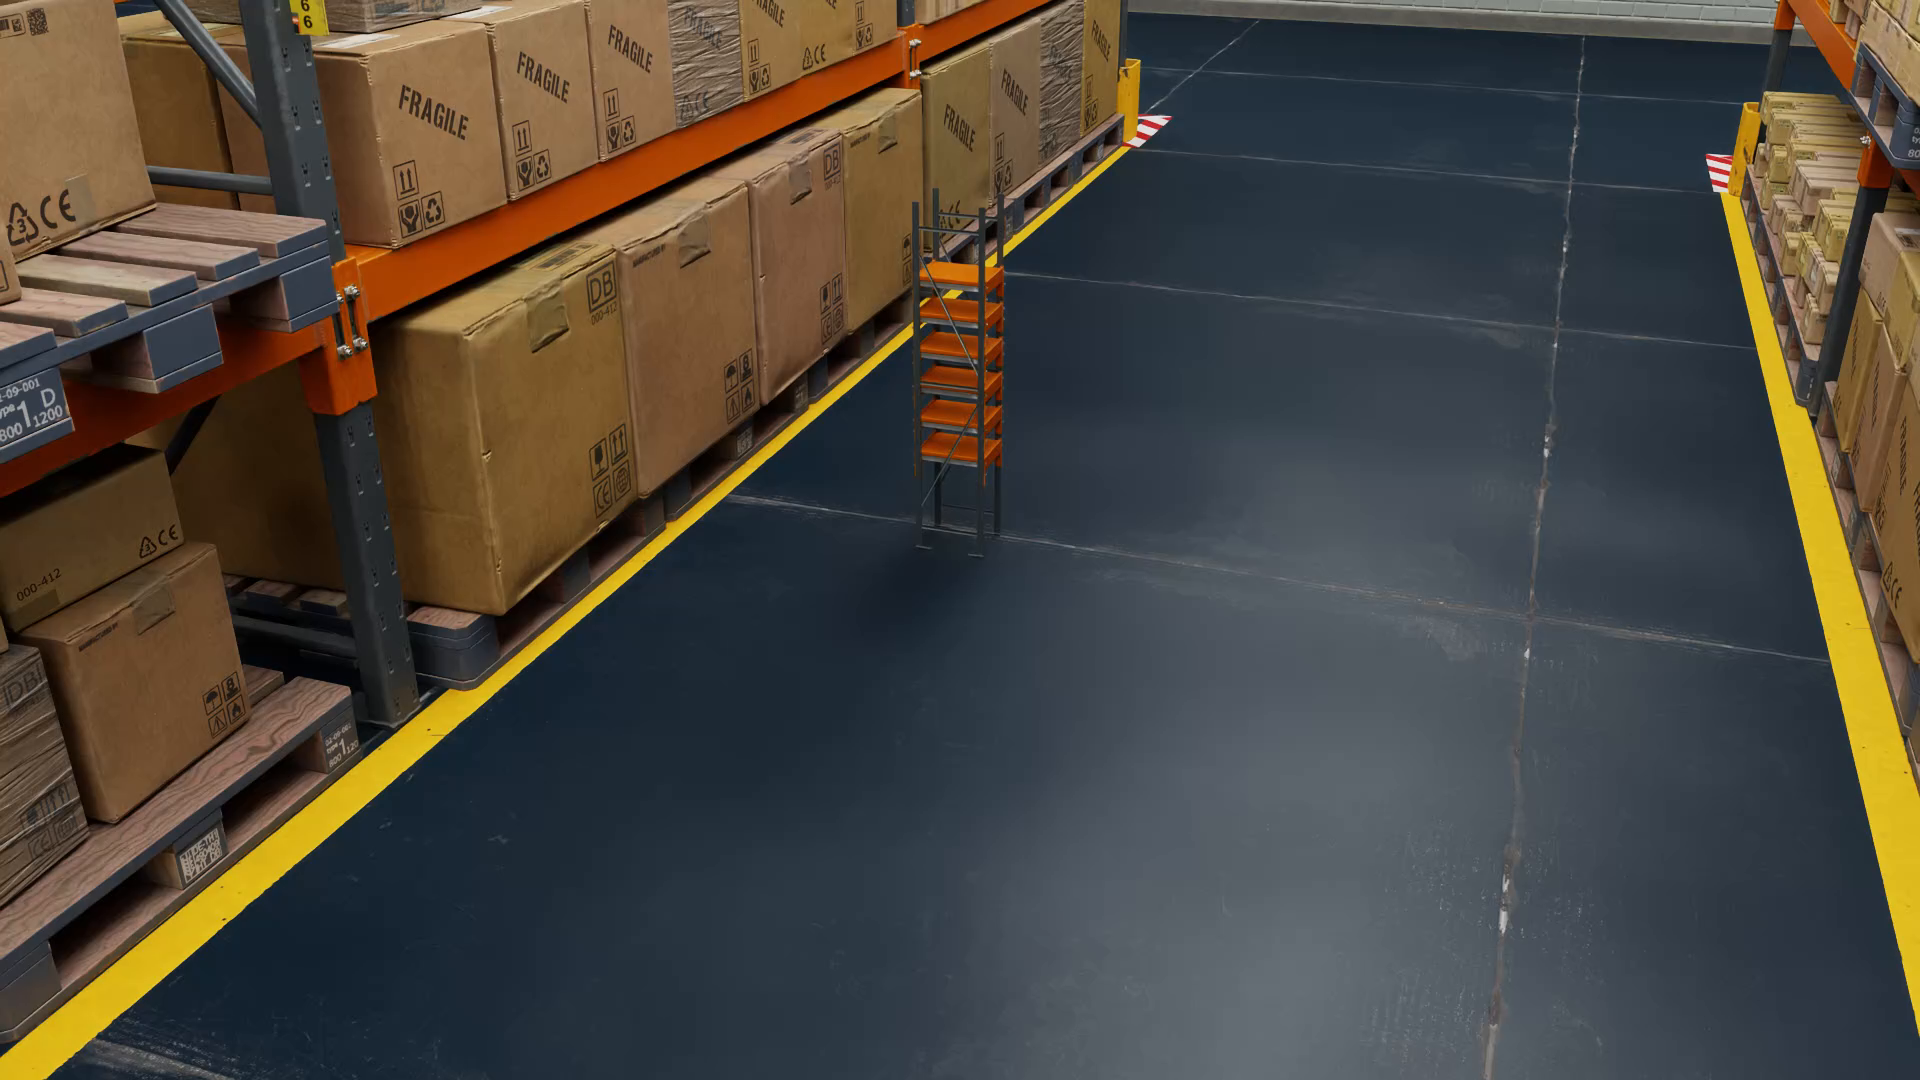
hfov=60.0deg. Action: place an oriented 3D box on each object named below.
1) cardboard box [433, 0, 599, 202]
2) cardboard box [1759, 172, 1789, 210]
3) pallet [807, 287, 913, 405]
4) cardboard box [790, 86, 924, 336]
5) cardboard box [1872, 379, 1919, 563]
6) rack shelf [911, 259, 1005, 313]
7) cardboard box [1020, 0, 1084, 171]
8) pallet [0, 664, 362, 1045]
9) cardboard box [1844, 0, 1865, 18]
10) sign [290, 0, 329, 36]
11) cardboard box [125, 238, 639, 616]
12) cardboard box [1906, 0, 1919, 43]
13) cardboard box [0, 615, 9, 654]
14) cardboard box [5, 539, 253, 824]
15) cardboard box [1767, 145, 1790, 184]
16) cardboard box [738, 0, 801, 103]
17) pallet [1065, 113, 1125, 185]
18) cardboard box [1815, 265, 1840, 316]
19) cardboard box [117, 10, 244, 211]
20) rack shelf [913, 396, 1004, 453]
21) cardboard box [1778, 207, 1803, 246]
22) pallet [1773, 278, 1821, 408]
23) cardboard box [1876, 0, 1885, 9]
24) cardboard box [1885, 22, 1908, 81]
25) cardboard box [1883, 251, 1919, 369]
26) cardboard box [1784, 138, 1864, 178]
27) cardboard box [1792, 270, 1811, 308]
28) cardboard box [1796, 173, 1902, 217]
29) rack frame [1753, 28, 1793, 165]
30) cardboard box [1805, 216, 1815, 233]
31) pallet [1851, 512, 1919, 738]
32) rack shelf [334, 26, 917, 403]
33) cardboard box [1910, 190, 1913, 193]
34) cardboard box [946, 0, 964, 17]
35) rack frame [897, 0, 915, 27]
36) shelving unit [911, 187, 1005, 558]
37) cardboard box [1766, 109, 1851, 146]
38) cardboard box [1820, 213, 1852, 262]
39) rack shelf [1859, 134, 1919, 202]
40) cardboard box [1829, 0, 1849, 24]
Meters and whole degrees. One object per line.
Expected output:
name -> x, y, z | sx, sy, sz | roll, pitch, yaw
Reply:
cardboard box -> -1.439, -1.330, 4.939 | 0.500, 0.500, 0.500 | 8, 27, 16
cardboard box -> 4.528, -1.864, 8.948 | 0.380, 0.149, 0.250 | 9, 27, 18
pallet -> -0.881, -0.973, 7.517 | 1.003, 0.211, 1.213 | 9, 27, 17
cardboard box -> -0.890, -1.523, 7.409 | 1.225, 0.875, 0.875 | 9, 27, 18
cardboard box -> 3.116, -0.159, 5.023 | 0.500, 0.500, 0.500 | 9, 27, 18
rack shelf -> -0.005, -0.818, 5.339 | 0.258, 0.103, 0.180 | 9, 27, 17
cardboard box -> 0.195, -2.784, 10.014 | 0.875, 0.875, 0.875 | 9, 27, 17
pallet -> -2.288, 0.664, 4.137 | 1.003, 0.211, 1.213 | 9, 27, 17
cardboard box -> 4.016, -2.427, 6.864 | 0.500, 0.500, 0.500 | 8, 27, 16
sign -> -1.512, -1.323, 3.802 | 0.100, 0.325, 0.005 | 9, 27, 17
cardboard box -> -1.777, -0.425, 5.143 | 1.225, 0.875, 0.875 | 7, 27, 15
cardboard box -> 3.127, -1.590, 5.057 | 0.380, 0.149, 0.250 | 8, 27, 15
cardboard box -> -2.388, 0.177, 3.446 | 0.500, 0.250, 0.500 | 12, 28, 23
cardboard box -> -2.231, 0.293, 4.066 | 0.700, 0.500, 0.500 | 7, 27, 15
cardboard box -> 4.533, -1.993, 8.873 | 0.380, 0.149, 0.250 | 10, 27, 19
cardboard box -> -0.932, -1.951, 6.223 | 0.500, 0.500, 0.500 | 8, 27, 17
pallet -> 0.443, -2.605, 10.887 | 1.003, 0.211, 1.213 | 9, 27, 17
cardboard box -> 3.753, -1.010, 6.843 | 0.380, 0.149, 0.250 | 9, 27, 18
cardboard box -> -2.096, -1.196, 4.663 | 0.500, 0.500, 0.500 | 10, 27, 19
rack shelf -> -0.005, -0.386, 5.548 | 0.258, 0.103, 0.180 | 9, 27, 17
cardboard box -> 4.301, -1.538, 8.274 | 0.380, 0.149, 0.250 | 9, 27, 17
pallet -> 4.138, -0.821, 7.204 | 1.003, 0.211, 1.213 | 9, 27, 17
cardboard box -> 3.383, -1.910, 5.717 | 0.380, 0.149, 0.250 | 9, 27, 18
cardboard box -> 3.210, -1.559, 5.334 | 0.380, 0.149, 0.250 | 9, 27, 18
cardboard box -> 3.278, -0.712, 5.304 | 0.500, 0.250, 0.500 | 10, 27, 19
cardboard box -> 4.365, -1.903, 8.345 | 0.380, 0.149, 0.250 | 9, 27, 18
cardboard box -> 3.950, -1.124, 7.419 | 0.380, 0.149, 0.250 | 8, 27, 16
cardboard box -> 4.108, -1.587, 7.692 | 0.380, 0.149, 0.250 | 7, 27, 15
rack frame -> 5.279, -3.439, 9.410 | 1.000, 3.000, 0.127 | 9, 27, 17
cardboard box -> 4.146, -1.432, 7.715 | 0.380, 0.149, 0.250 | 9, 27, 19
pallet -> 3.286, 0.283, 4.923 | 1.003, 0.211, 1.213 | 9, 27, 17
rack shelf -> -1.361, -1.410, 6.046 | 1.077, 0.370, 4.000 | 9, 27, 17
cardboard box -> 4.683, -1.623, 7.767 | 0.380, 0.149, 0.250 | 8, 27, 15
cardboard box -> -0.196, -2.624, 8.016 | 0.380, 0.149, 0.250 | 8, 27, 16
rack frame -> -0.696, -2.556, 7.587 | 1.000, 3.000, 0.127 | 9, 27, 17
shelving unit -> -0.005, -0.534, 5.476 | 0.258, 1.200, 0.189 | 9, 27, 17
cardboard box -> 4.601, -2.231, 9.022 | 0.380, 0.149, 0.250 | 9, 27, 17
cardboard box -> 3.869, -1.263, 7.024 | 0.380, 0.149, 0.250 | 9, 27, 18
rack shelf -> 3.282, -0.649, 4.475 | 1.077, 0.370, 4.000 | 9, 27, 17
cardboard box -> 4.275, -2.486, 7.731 | 0.380, 0.149, 0.250 | 9, 27, 18
